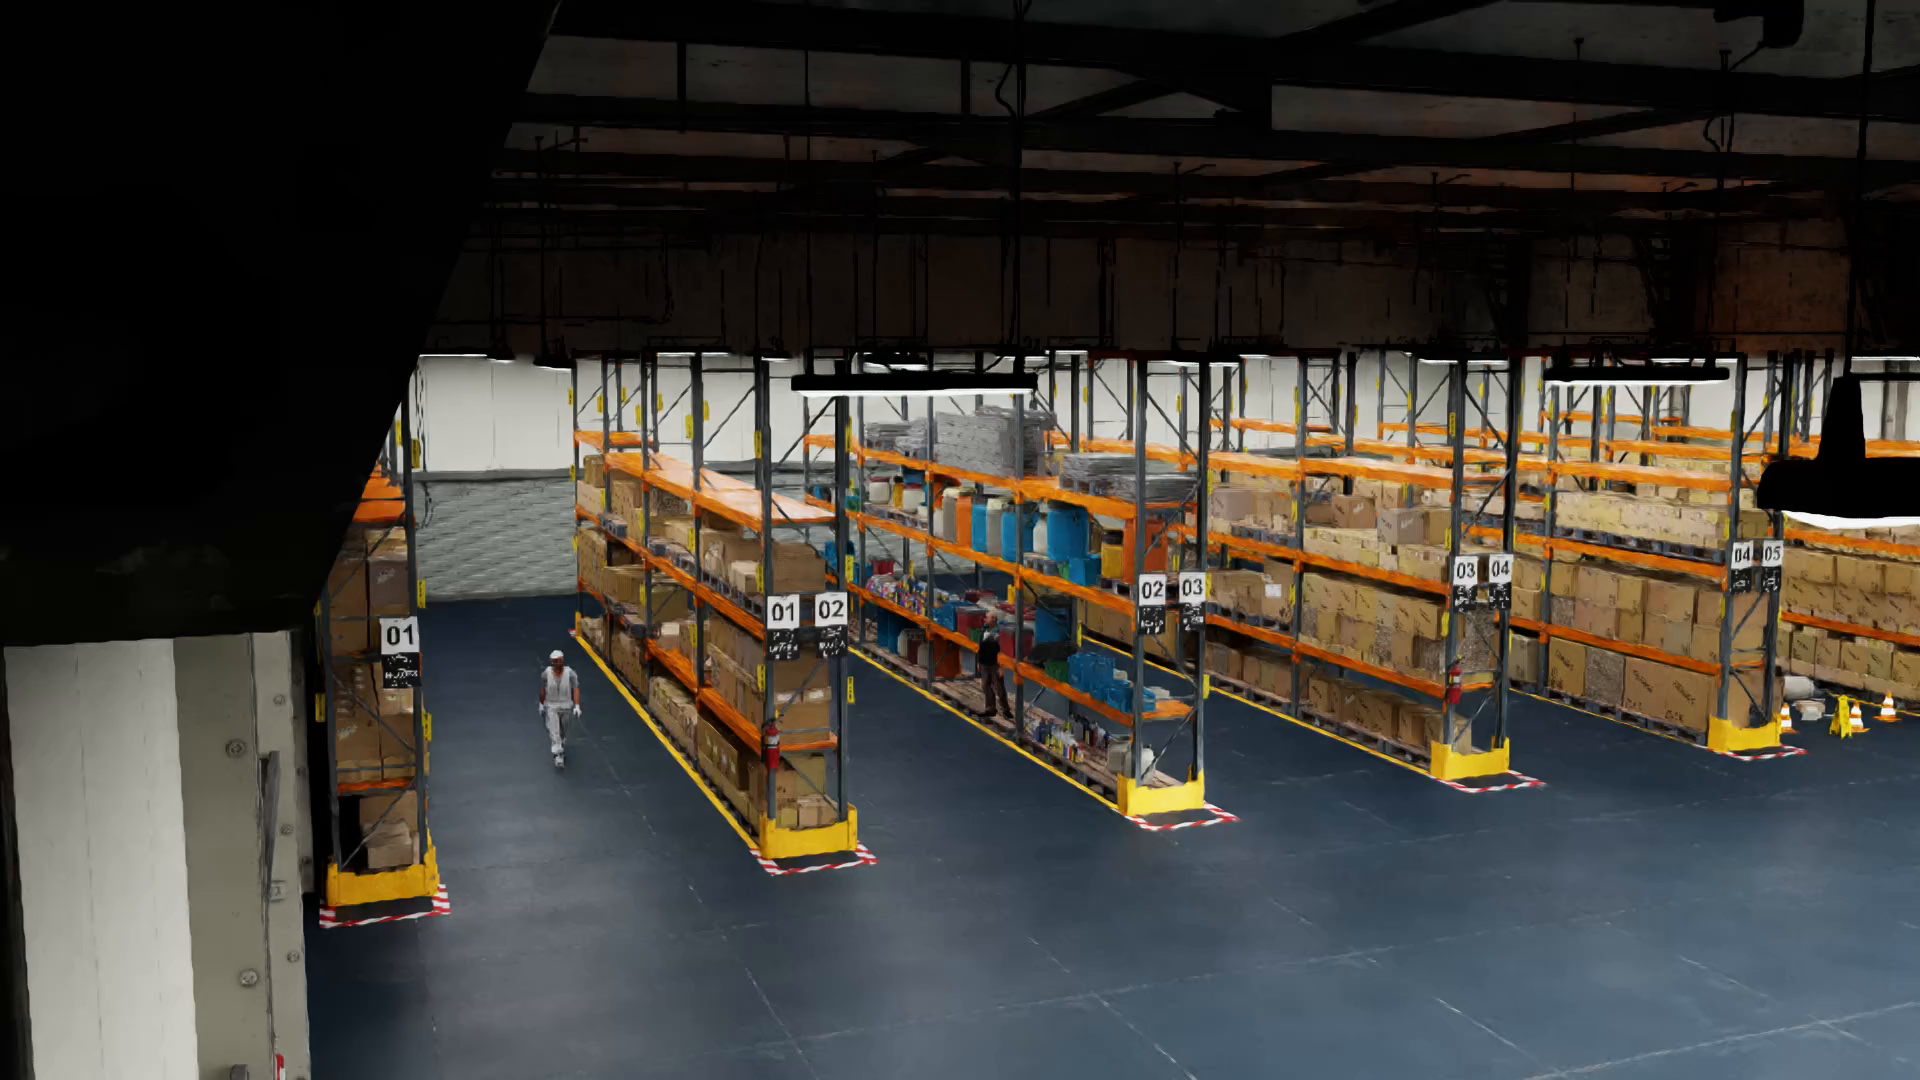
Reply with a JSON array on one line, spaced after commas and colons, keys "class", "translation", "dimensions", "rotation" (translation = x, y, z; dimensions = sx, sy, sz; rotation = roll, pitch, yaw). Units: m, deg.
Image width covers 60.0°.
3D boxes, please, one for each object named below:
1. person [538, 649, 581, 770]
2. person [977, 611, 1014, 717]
[{"class": "person", "translation": [-5.856, 2.448, 24.354], "dimensions": [0.564, 1.736, 1.044], "rotation": [-3, 8, -22]}, {"class": "person", "translation": [0.554, 1.980, 26.581], "dimensions": [0.481, 1.720, 0.610], "rotation": [-6, 9, -41]}]
